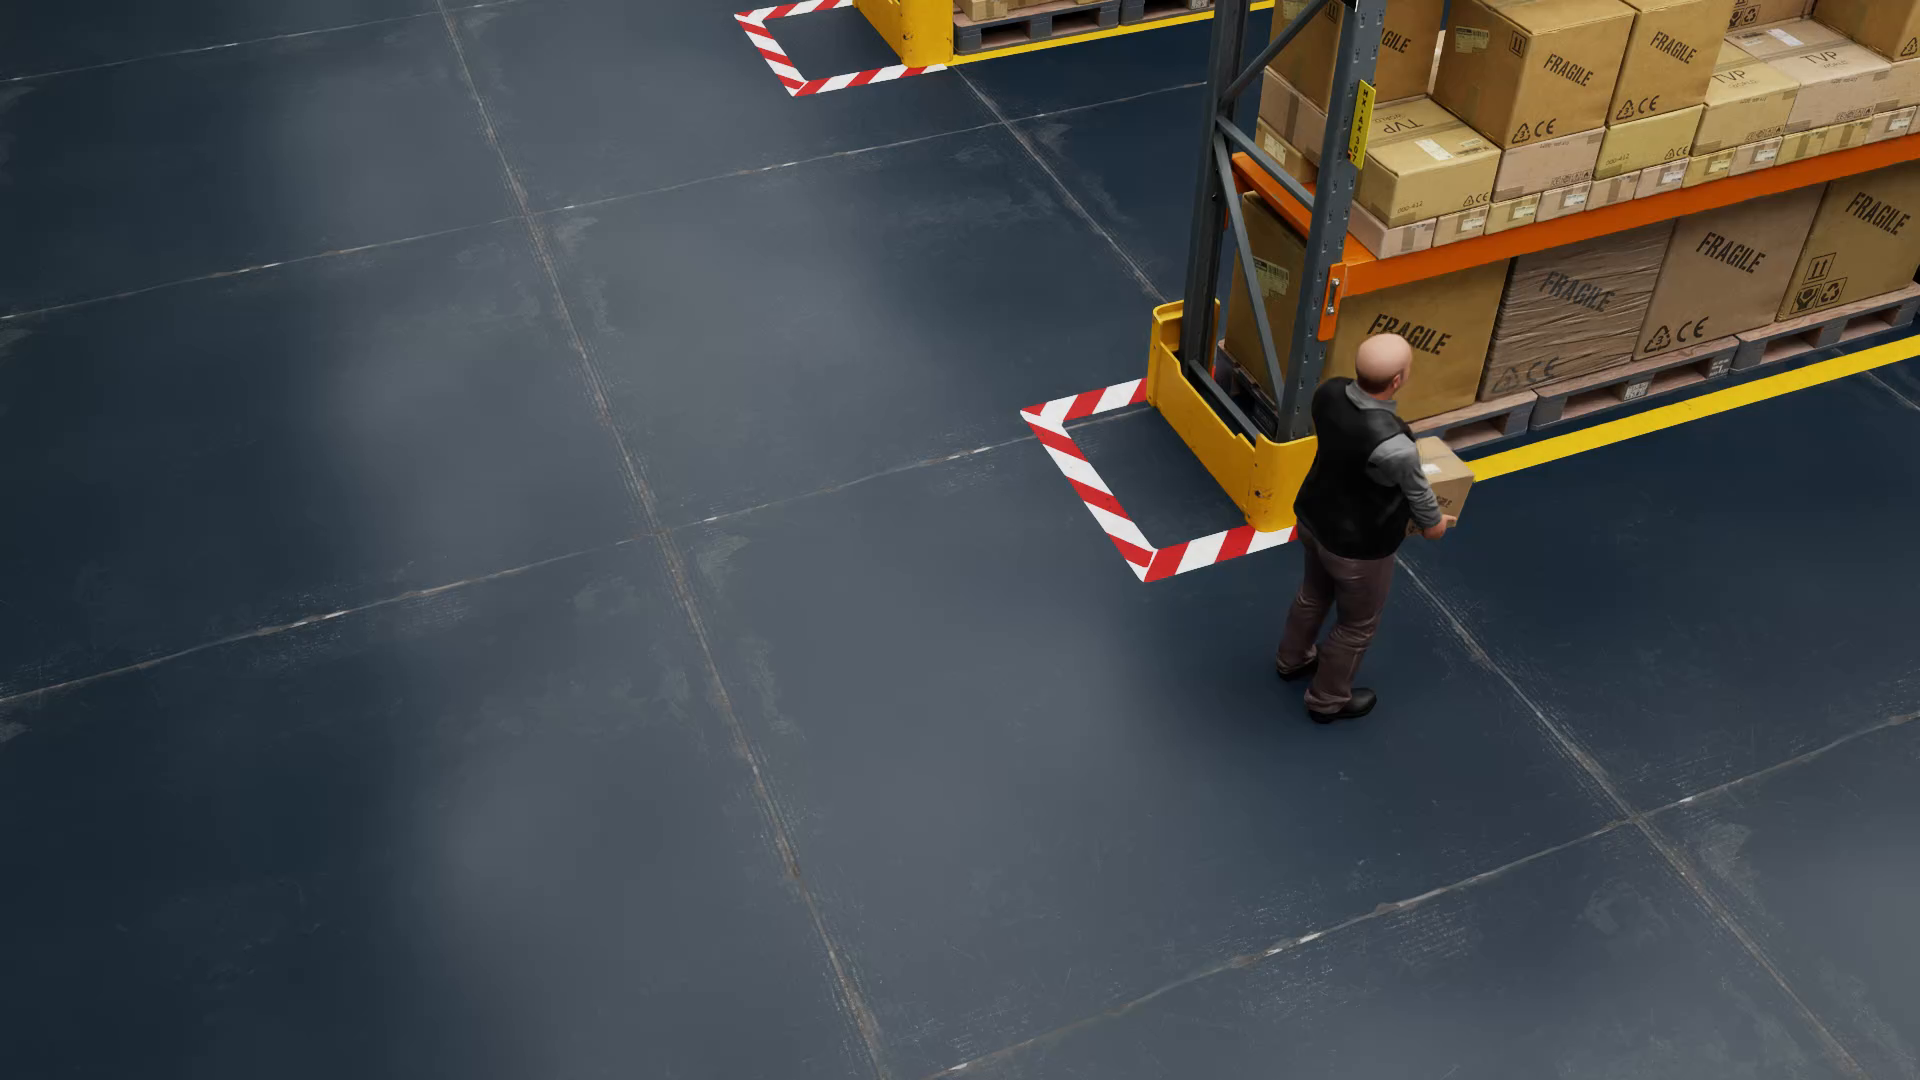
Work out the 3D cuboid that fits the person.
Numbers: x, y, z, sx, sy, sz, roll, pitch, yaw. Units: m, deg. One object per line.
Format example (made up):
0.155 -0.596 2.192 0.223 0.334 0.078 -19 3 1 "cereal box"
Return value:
1.547 -0.068 6.259 0.540 1.721 0.495 -16 44 -17 "person"
